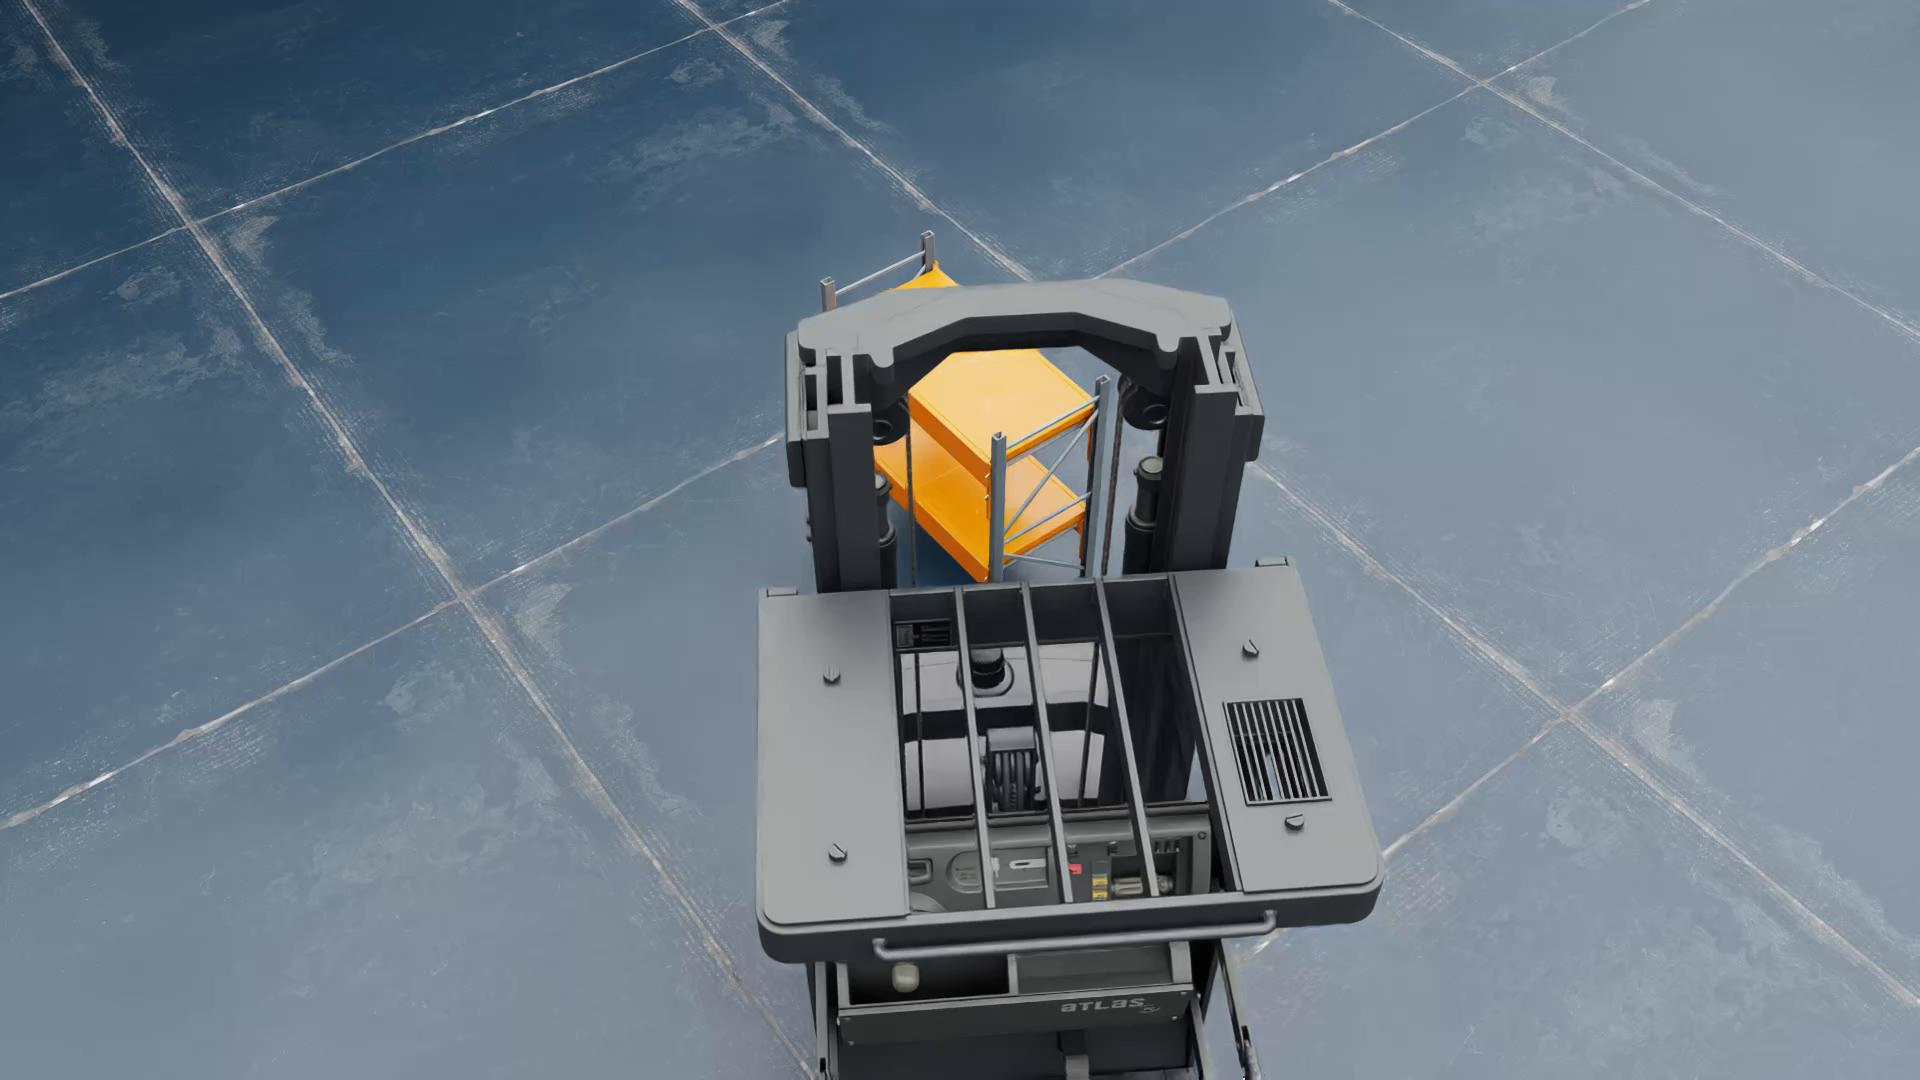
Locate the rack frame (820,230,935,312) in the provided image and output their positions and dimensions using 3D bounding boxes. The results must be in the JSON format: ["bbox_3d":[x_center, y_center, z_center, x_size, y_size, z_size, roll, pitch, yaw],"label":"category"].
[{"bbox_3d":[-0.304,-0.674,6.600,0.500,1.125,0.032,-29,54,-24],"label":"rack frame"}]

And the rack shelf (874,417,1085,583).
[{"bbox_3d":[0.004,-0.210,6.510,0.538,0.278,1.000,-29,54,-24],"label":"rack shelf"}]

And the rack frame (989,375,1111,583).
[{"bbox_3d":[0.312,-0.074,6.057,0.500,1.125,0.032,-29,54,-24],"label":"rack frame"}]

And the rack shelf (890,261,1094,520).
[{"bbox_3d":[0.004,-0.570,6.112,0.538,0.278,1.000,-29,54,-24],"label":"rack shelf"}]

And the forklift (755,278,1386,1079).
[{"bbox_3d":[0.162,0.979,3.883,1.130,2.935,3.031,-3,48,-3],"label":"forklift"}]

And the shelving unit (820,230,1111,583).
[{"bbox_3d":[0.004,-0.374,6.328,0.538,1.125,1.048,-29,54,-24],"label":"shelving unit"}]
